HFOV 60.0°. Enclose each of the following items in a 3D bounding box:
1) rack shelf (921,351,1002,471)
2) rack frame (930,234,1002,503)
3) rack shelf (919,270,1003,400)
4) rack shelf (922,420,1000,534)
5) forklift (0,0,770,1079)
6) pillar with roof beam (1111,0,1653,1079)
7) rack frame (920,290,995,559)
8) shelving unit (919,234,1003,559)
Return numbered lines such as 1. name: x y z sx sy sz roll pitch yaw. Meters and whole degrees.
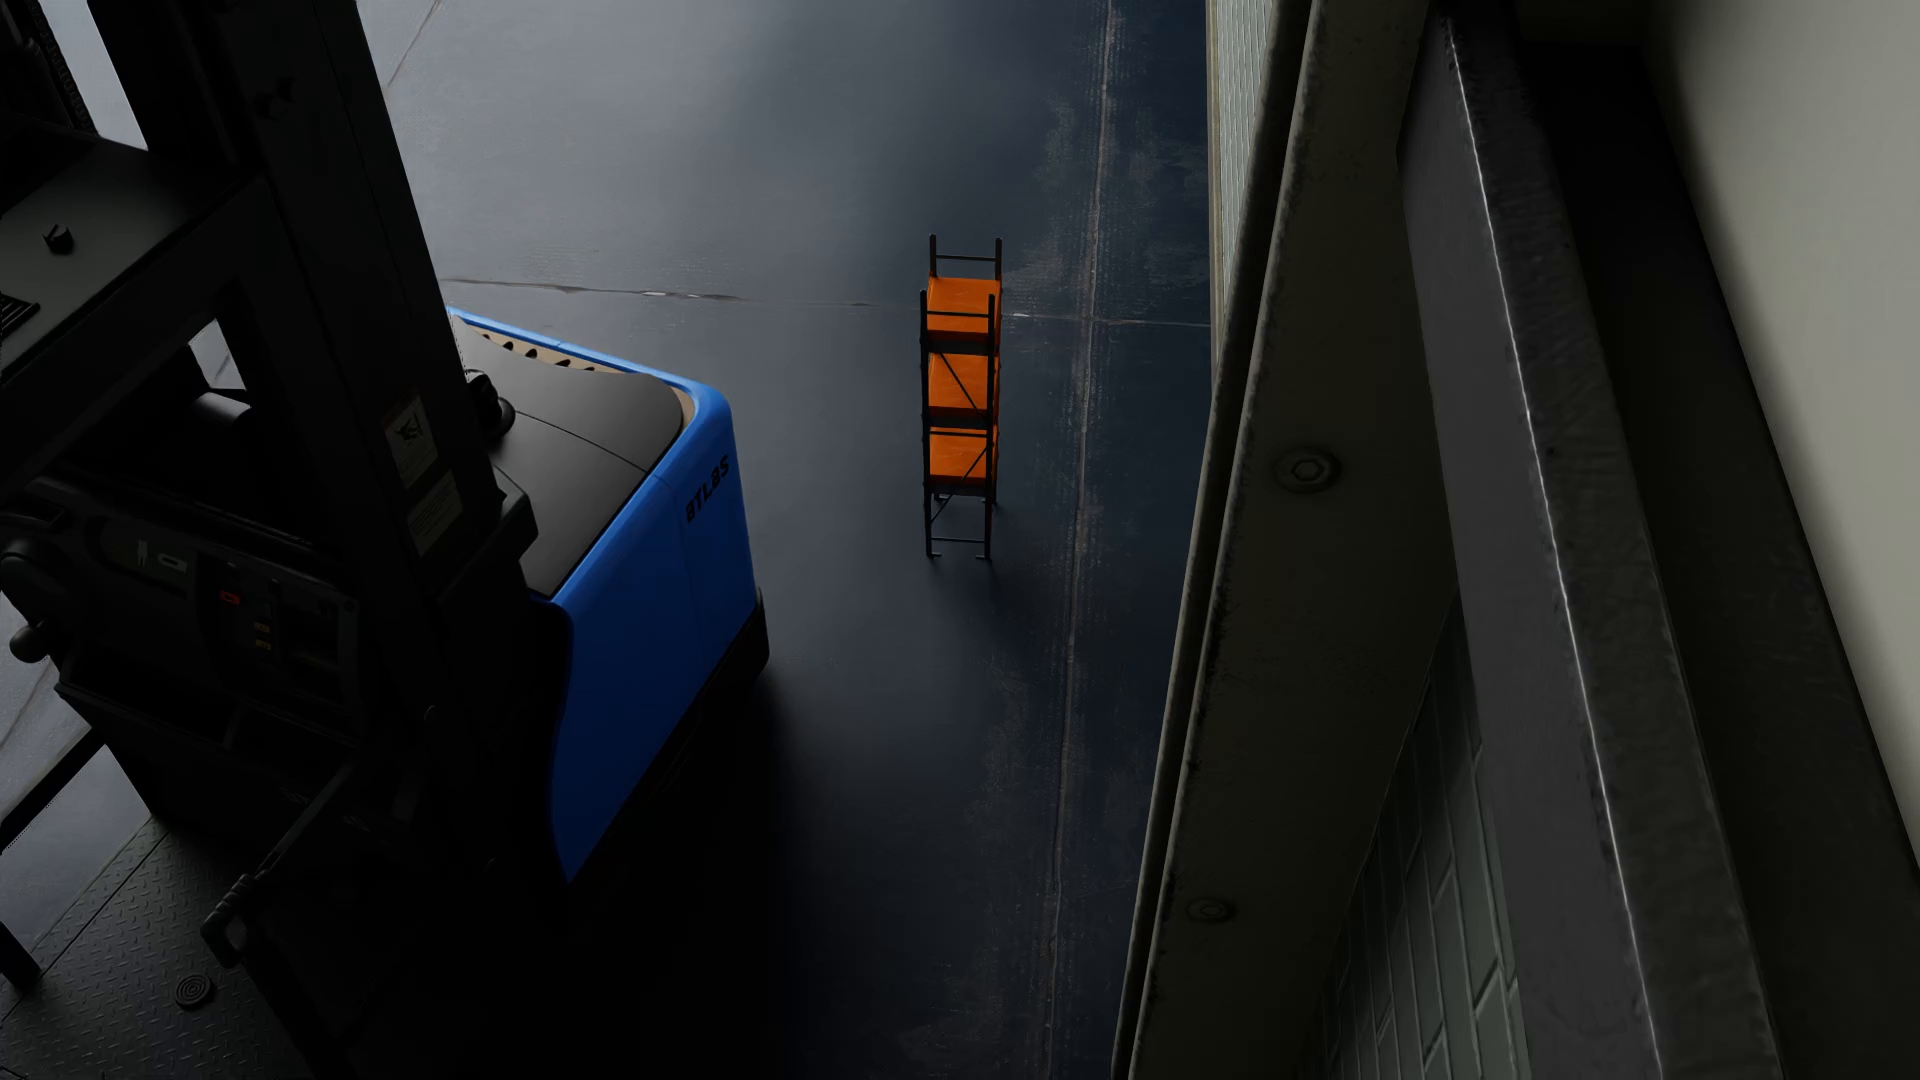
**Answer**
1. rack shelf: 0.005 -0.387 4.906 0.215 0.259 0.240 4 48 4
2. rack frame: 0.016 -0.483 4.981 0.200 1.050 0.008 4 48 4
3. rack shelf: 0.005 -0.578 4.697 0.215 0.259 0.240 4 48 4
4. rack shelf: 0.005 -0.199 5.111 0.215 0.259 0.240 4 48 4
5. forklift: -1.603 0.223 3.060 1.130 2.935 3.031 18 50 15
6. pillar with roof beam: -3.779 -1.896 0.885 9.100 9.000 0.400 4 48 4
7. rack frame: -0.006 -0.304 4.817 0.200 1.050 0.008 4 48 4
8. shelving unit: 0.005 -0.394 4.899 0.215 1.050 0.252 4 48 4
